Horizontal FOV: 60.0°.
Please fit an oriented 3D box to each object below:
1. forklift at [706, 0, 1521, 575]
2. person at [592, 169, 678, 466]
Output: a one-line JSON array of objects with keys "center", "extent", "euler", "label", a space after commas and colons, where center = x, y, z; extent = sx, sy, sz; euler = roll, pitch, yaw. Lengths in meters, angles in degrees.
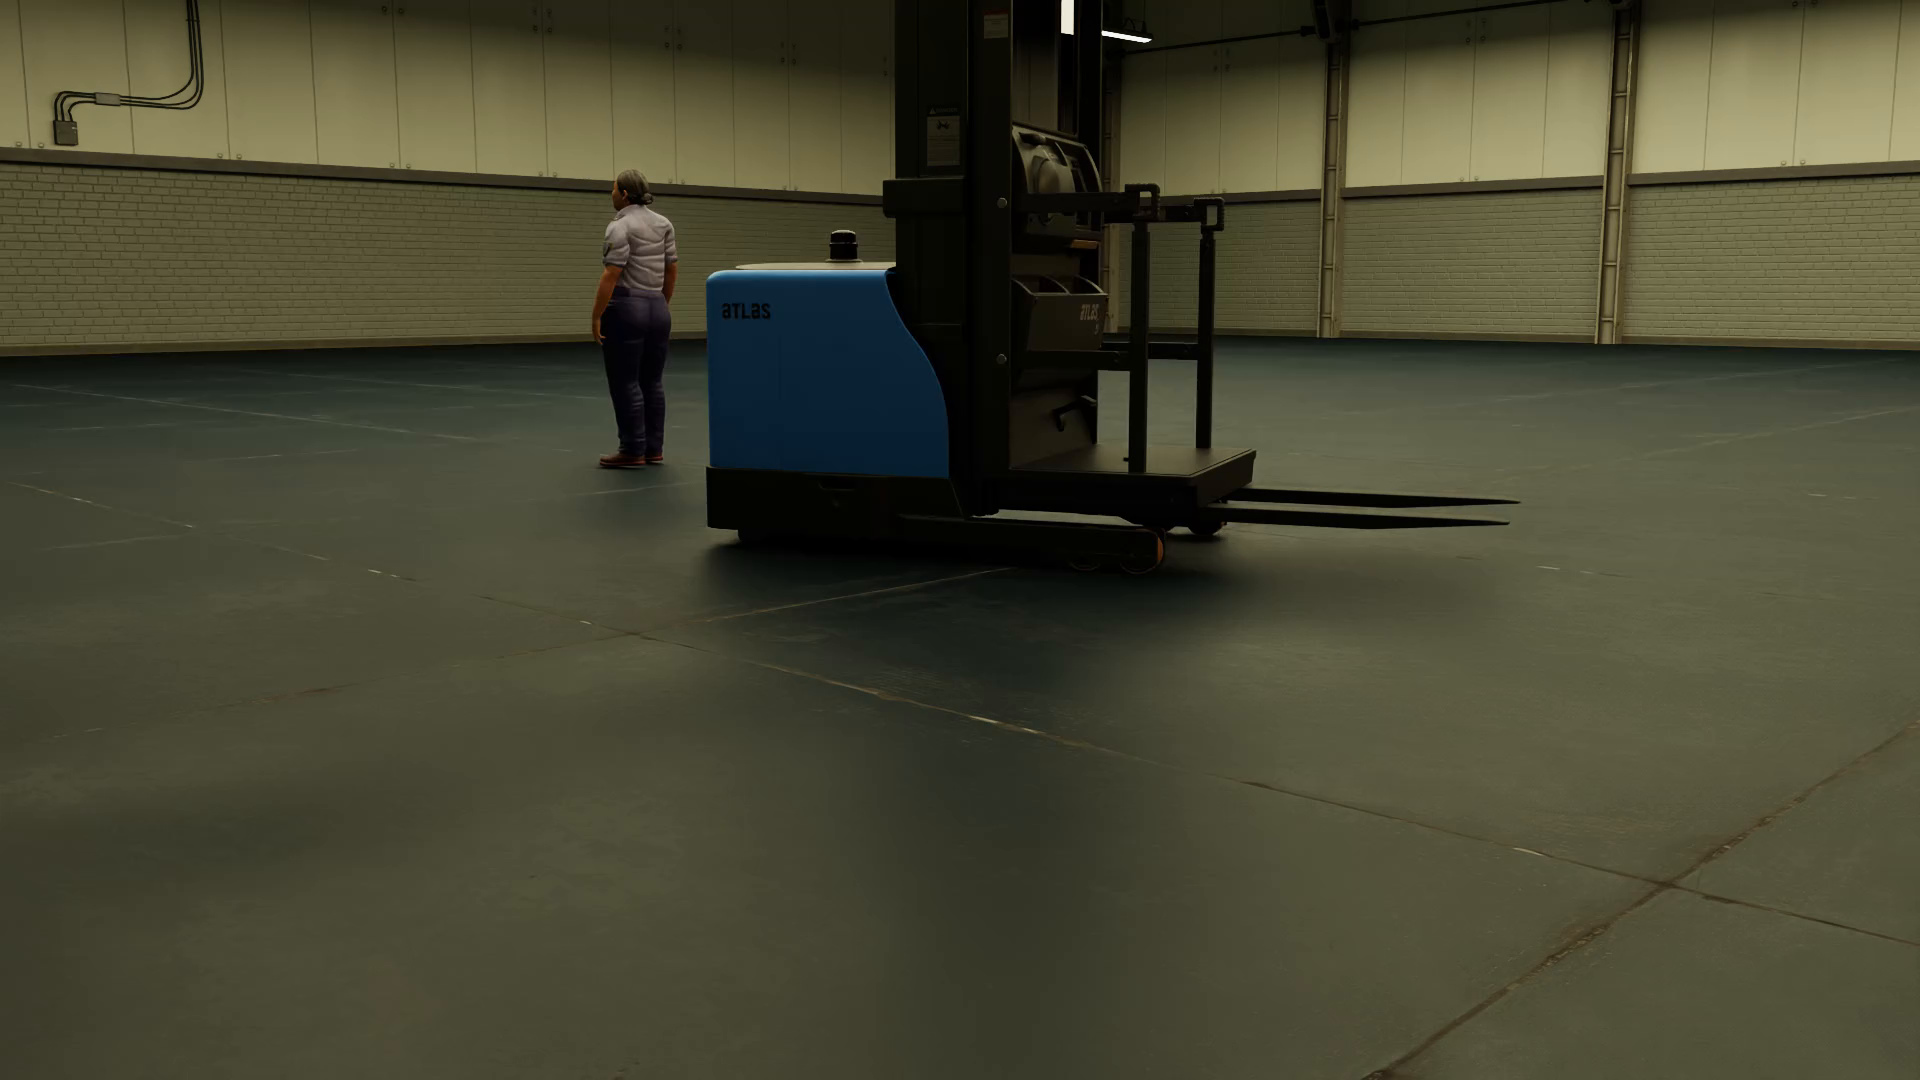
[{"center": [0.565, -1.416, 6.275], "extent": [3.031, 2.935, 1.130], "euler": [3, 9, 22], "label": "forklift"}, {"center": [-1.886, -1.240, 9.371], "extent": [0.502, 1.651, 0.598], "euler": [6, 10, 34], "label": "person"}]
